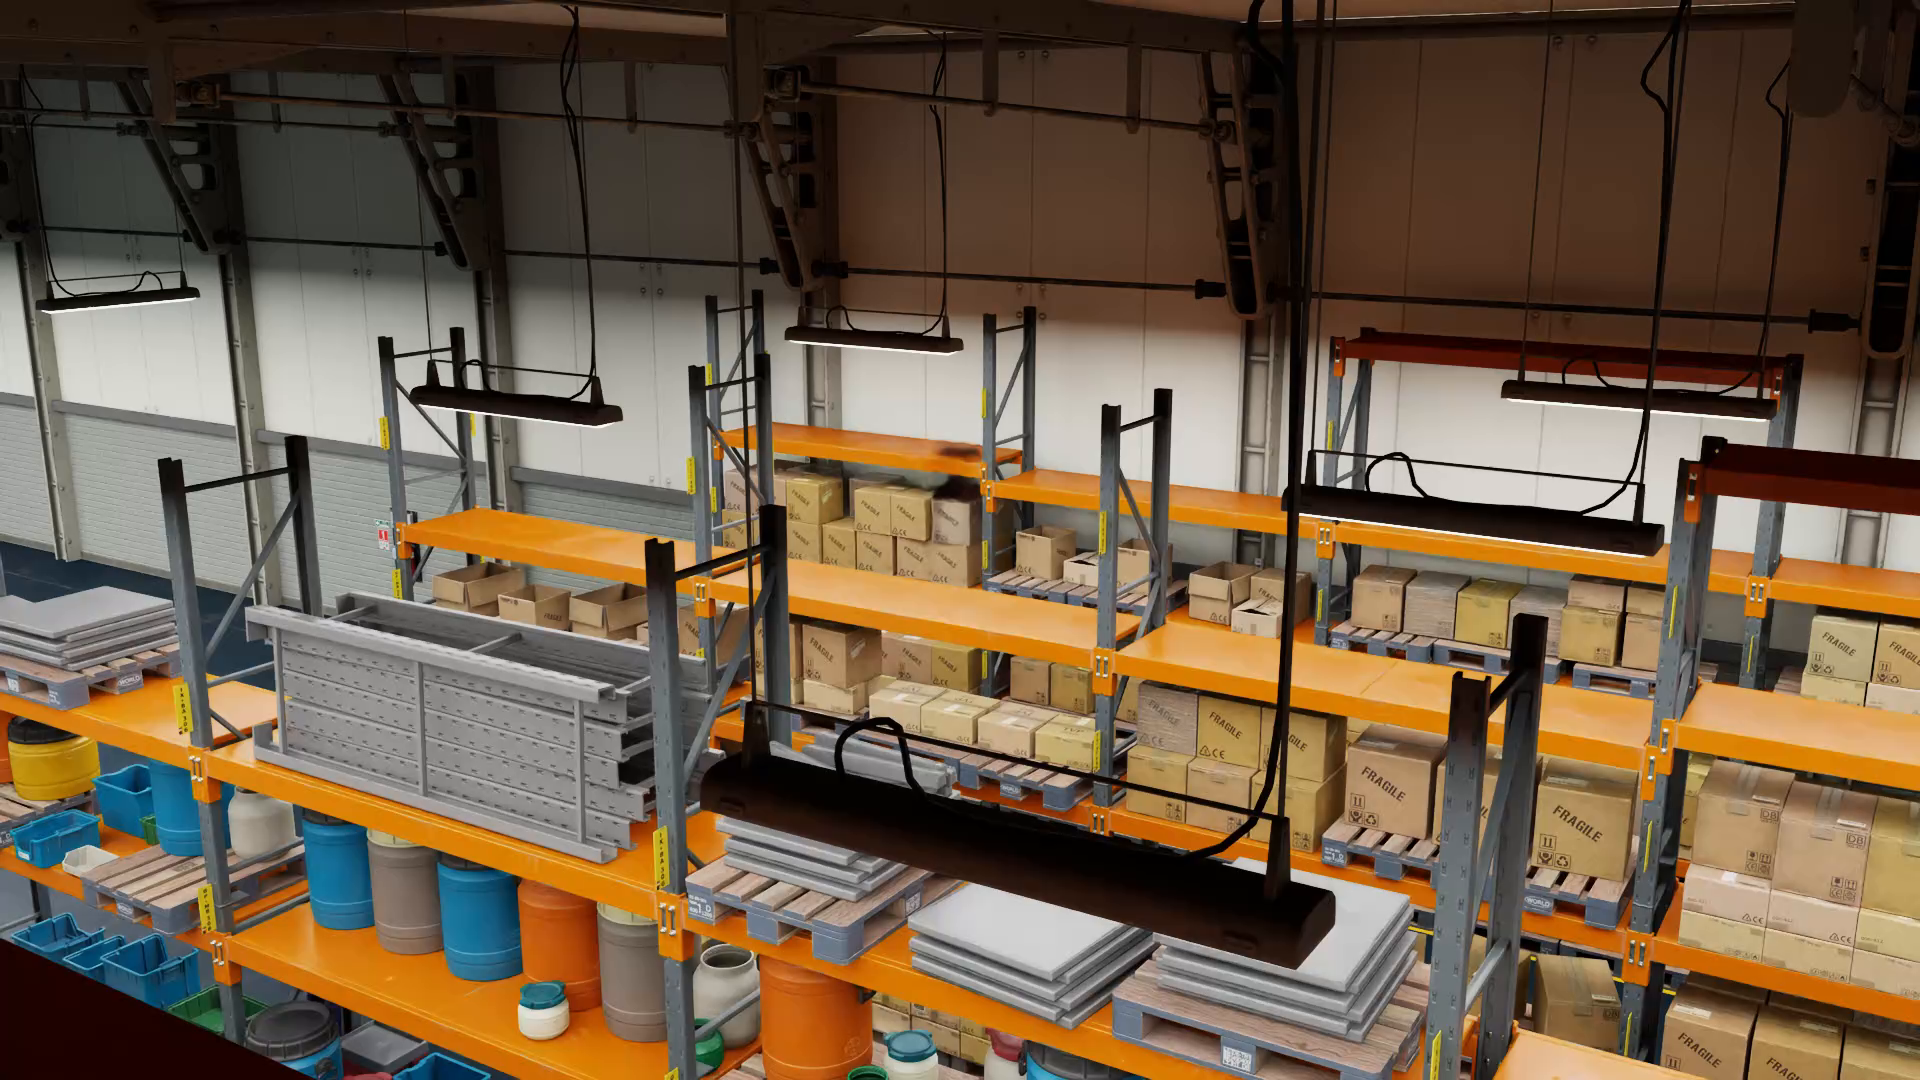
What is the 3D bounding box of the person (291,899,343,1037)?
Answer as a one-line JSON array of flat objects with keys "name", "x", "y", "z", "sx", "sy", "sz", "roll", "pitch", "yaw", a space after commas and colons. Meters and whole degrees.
[{"name": "person", "x": -5.657, "y": 3.738, "z": 14.774, "sx": 0.491, "sy": 1.663, "sz": 0.508, "roll": 0, "pitch": 14, "yaw": -1}]
